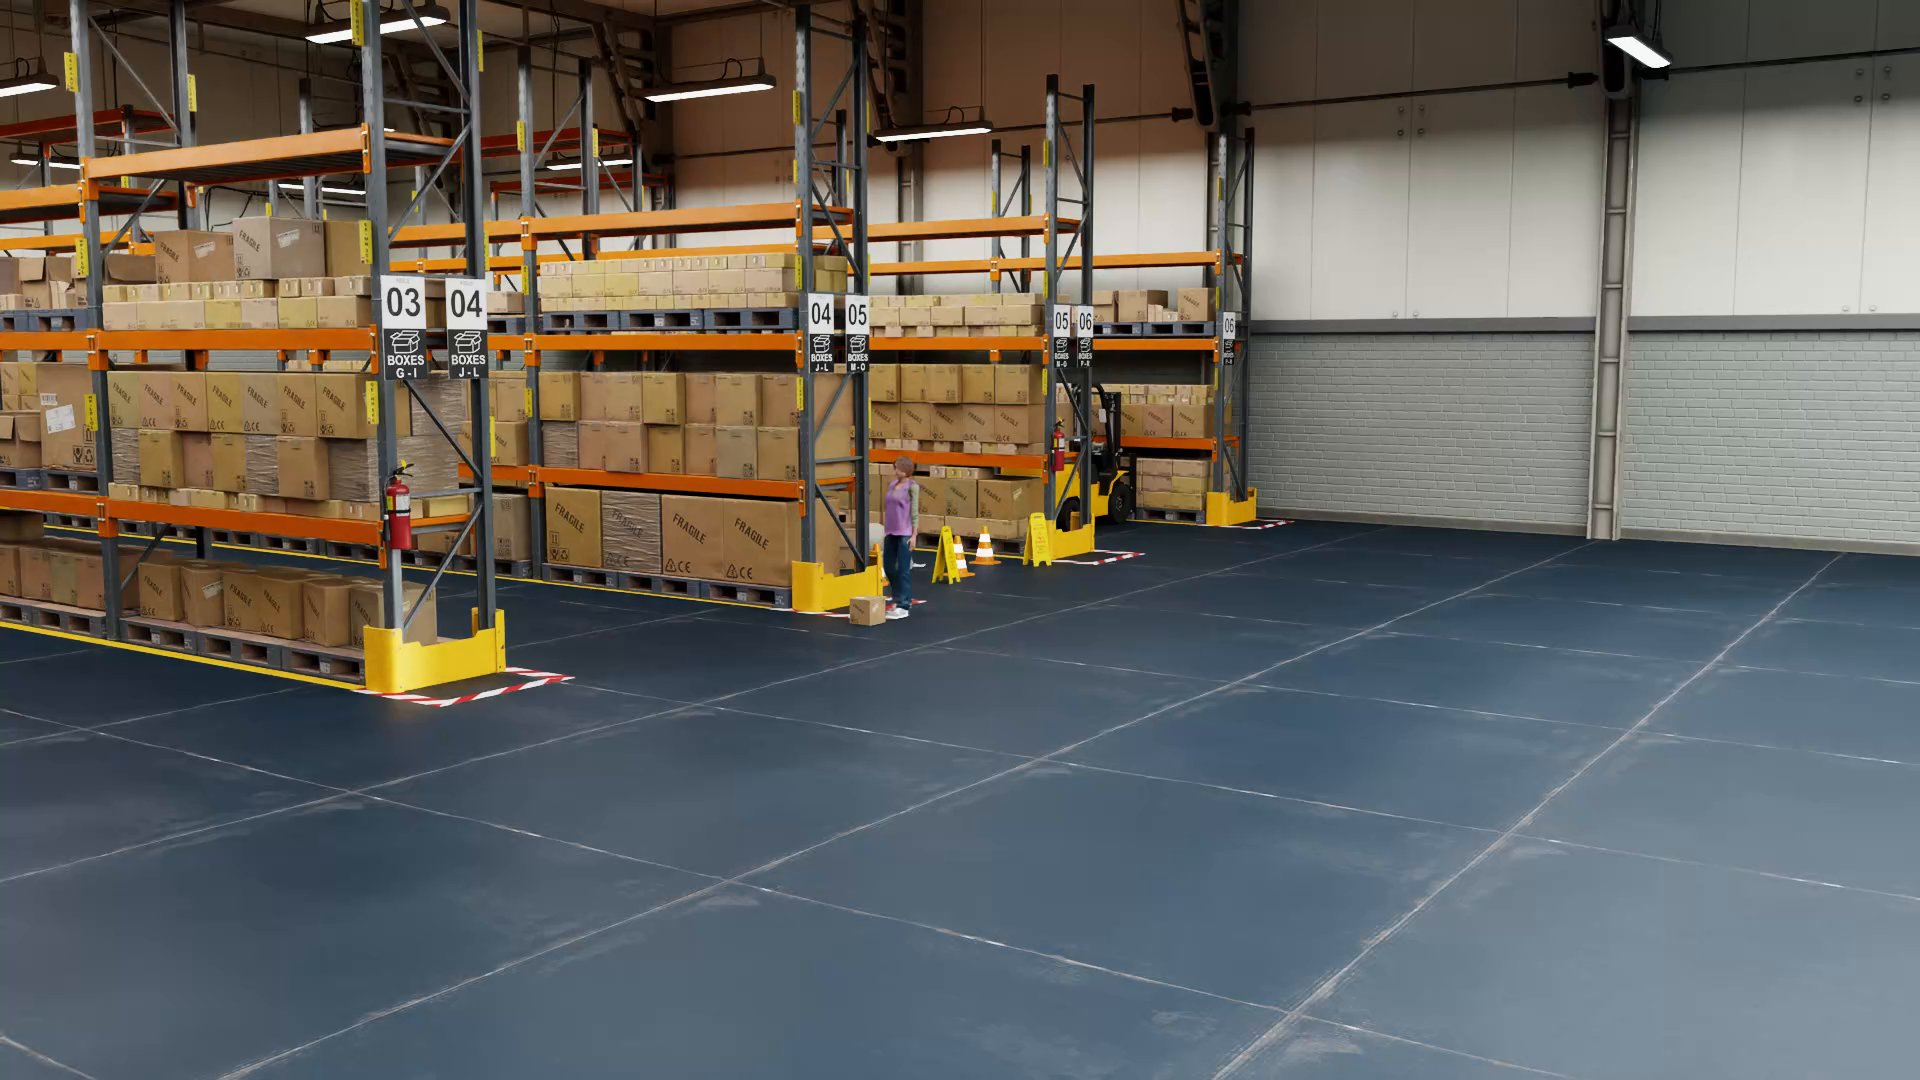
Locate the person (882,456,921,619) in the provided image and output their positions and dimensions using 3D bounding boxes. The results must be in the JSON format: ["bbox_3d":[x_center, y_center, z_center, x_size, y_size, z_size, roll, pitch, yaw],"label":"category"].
[{"bbox_3d":[-0.595,-0.028,16.444,0.483,1.614,0.471,-6,9,-44],"label":"person"}]
